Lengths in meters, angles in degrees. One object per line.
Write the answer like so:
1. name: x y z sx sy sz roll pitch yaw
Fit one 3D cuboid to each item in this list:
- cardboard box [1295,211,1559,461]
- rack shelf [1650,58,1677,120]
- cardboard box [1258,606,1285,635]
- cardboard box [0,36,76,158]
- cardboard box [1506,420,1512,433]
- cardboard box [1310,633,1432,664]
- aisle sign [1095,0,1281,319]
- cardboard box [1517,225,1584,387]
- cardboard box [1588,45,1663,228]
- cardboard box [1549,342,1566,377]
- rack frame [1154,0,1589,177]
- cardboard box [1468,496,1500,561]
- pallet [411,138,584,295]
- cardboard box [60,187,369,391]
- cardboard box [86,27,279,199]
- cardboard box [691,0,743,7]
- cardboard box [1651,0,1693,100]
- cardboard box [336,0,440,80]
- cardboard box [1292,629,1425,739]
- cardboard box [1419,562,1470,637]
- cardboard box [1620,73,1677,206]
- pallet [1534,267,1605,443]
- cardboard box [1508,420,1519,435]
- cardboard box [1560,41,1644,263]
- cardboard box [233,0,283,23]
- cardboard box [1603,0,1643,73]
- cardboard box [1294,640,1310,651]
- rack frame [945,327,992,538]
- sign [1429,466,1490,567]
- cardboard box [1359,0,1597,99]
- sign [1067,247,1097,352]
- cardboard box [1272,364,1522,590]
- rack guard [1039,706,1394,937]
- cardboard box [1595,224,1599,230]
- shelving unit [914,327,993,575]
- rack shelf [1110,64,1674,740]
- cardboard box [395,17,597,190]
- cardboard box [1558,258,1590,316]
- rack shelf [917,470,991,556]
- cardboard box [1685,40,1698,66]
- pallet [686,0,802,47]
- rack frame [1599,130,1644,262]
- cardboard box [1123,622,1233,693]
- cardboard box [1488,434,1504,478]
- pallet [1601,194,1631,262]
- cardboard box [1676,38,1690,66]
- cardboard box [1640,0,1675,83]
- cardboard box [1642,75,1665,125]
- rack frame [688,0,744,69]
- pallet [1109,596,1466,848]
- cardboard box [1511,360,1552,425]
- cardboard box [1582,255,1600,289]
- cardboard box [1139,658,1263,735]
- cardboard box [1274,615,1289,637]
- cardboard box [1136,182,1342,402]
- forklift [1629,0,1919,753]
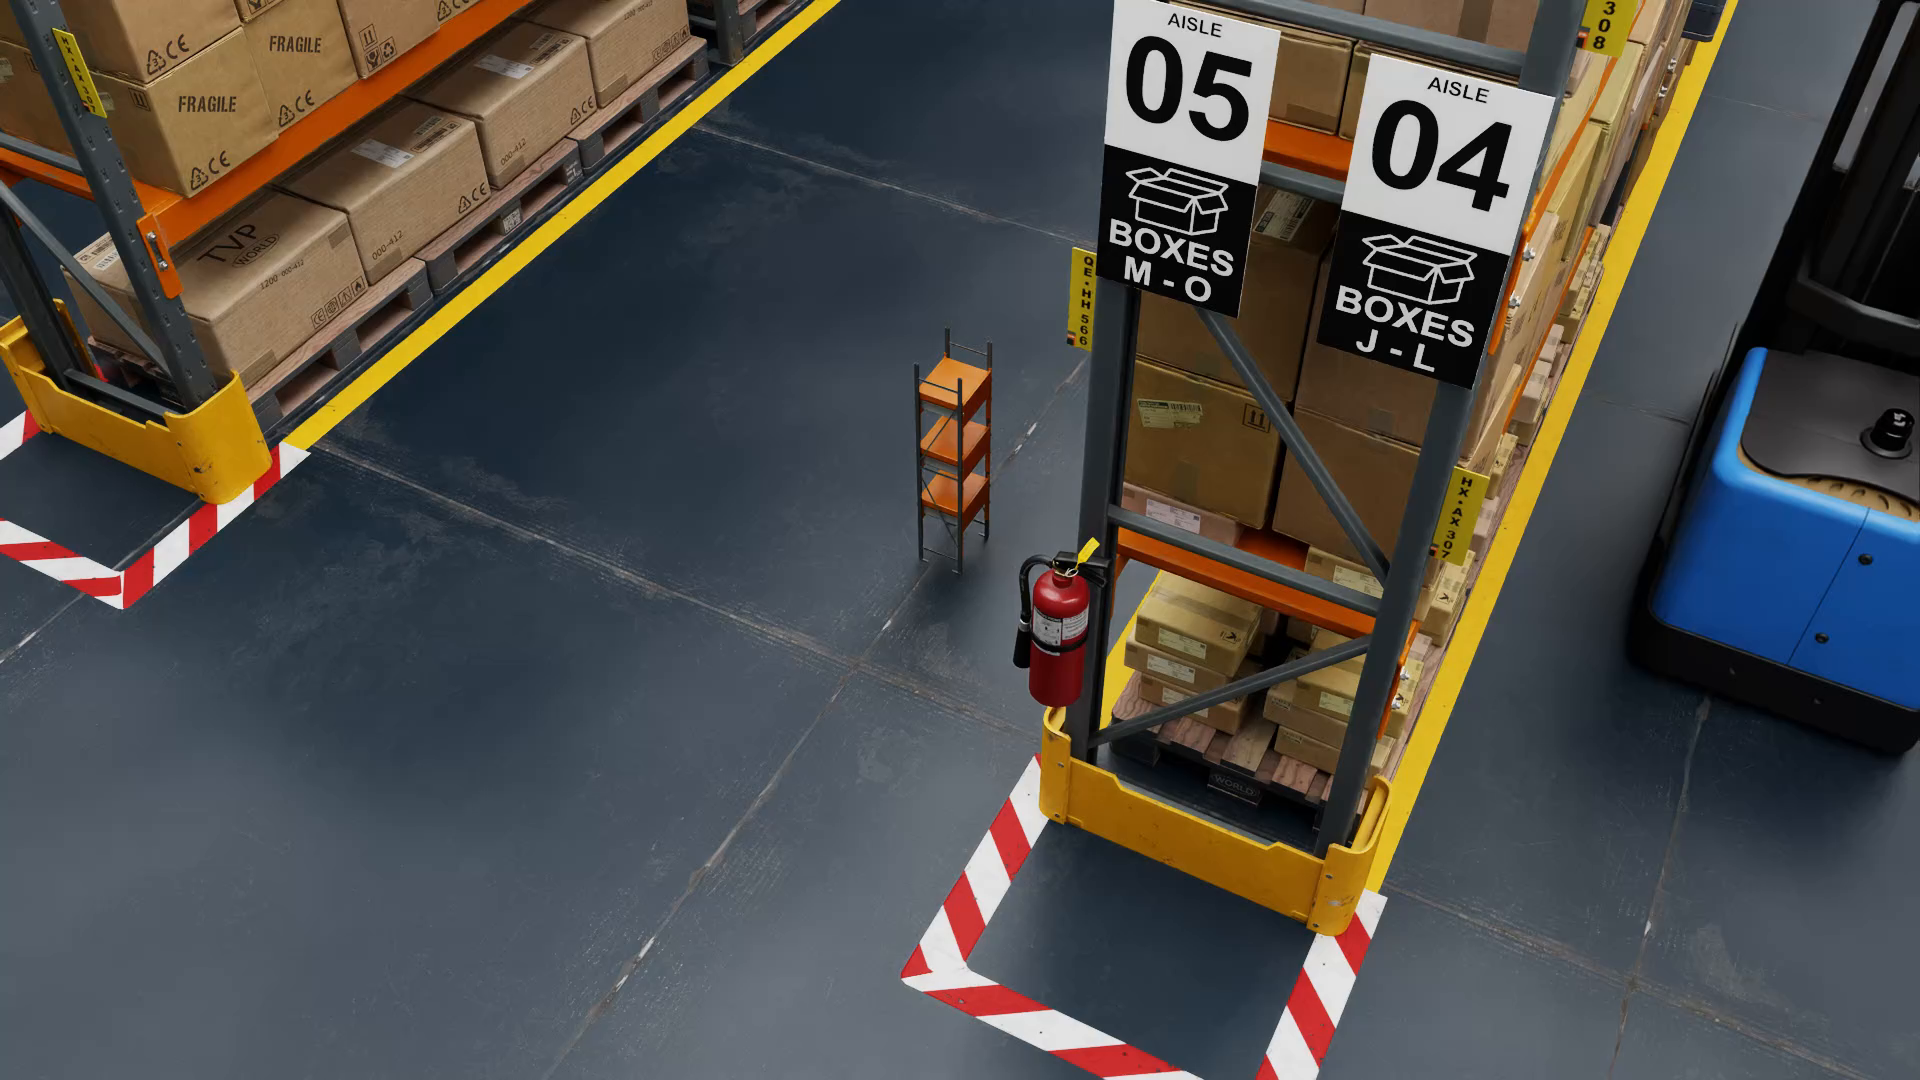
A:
1. cardboard box: 1.270 -0.621 4.552 0.500 0.500 0.500 20 49 19
2. rack shelf: 3.612 -3.461 8.848 1.077 0.370 4.000 20 49 19
3. cardboard box: 1.015 0.155 6.059 0.380 0.149 0.250 21 49 20
4. cardboard box: -3.615 -1.931 6.759 0.500 0.500 0.500 21 49 19
5. cardboard box: 2.149 -0.597 7.011 0.380 0.149 0.250 18 48 17
6. cardboard box: 1.474 0.416 6.009 0.380 0.149 0.250 20 49 19
7. aisle sign: 0.527 -0.901 3.984 0.394 0.787 0.004 20 49 19
8. cardboard box: 1.744 -0.916 5.546 0.500 0.500 0.500 21 49 20
9. cardboard box: 2.235 -1.556 6.180 0.500 0.500 0.500 20 49 19
10. cardboard box: 2.543 -0.916 7.536 0.380 0.149 0.250 19 48 18
11. rack frame: 0.827 -2.043 2.722 1.000 3.000 0.127 20 49 19
12. cardboard box: 1.954 -0.100 6.729 0.380 0.149 0.250 18 48 17
13. pallet: -2.735 -1.820 8.680 1.003 0.211 1.213 20 49 19
14. cardboard box: -3.387 -1.201 7.614 0.875 0.438 0.875 19 48 18
15. cardboard box: -3.128 -1.748 6.578 0.500 0.500 0.500 20 49 19
16. cardboard box: -1.531 -3.843 9.917 0.875 0.875 0.875 22 49 20
17. cardboard box: 2.709 -2.196 6.812 0.500 0.500 0.500 21 49 19
18. cardboard box: -2.665 -2.390 7.213 0.500 0.500 0.500 20 49 19
19. cardboard box: 1.371 0.493 5.724 0.380 0.149 0.250 18 48 17
20. cardboard box: 1.623 0.163 6.050 0.380 0.149 0.250 20 49 19
21. cardboard box: 3.261 -2.101 8.460 0.500 0.500 0.500 22 49 21
22. pallet: 2.403 -1.039 7.909 1.003 0.211 1.213 20 49 19
23. cardboard box: 2.142 -0.446 7.071 0.380 0.149 0.250 21 49 20
24. cardboard box: 1.760 -1.261 5.185 0.500 0.500 0.500 19 48 18
25. cardboard box: -2.896 -2.428 6.547 0.500 0.500 0.500 19 48 18
26. cardboard box: 1.510 -1.465 4.365 0.500 0.250 0.500 22 49 20
27. cardboard box: 1.402 0.504 6.132 0.380 0.149 0.250 20 49 19
28. rack frame: 0.032 -0.412 6.699 0.200 1.050 0.008 20 49 19
29. sign: 1.307 -0.060 4.371 0.100 0.325 0.005 20 49 19
30. cardboard box: 1.265 -1.309 3.859 0.500 0.250 0.500 21 49 20
31. sign: 0.344 -0.648 4.525 0.100 0.325 0.005 20 49 19
32. cardboard box: 1.280 -0.266 4.904 0.500 0.500 0.500 23 50 21
33. rack guard: 0.862 0.897 5.792 1.175 0.500 0.348 20 49 19
34. cardboard box: 2.749 -1.499 7.693 0.380 0.149 0.250 22 49 20
35. shelving unit: -0.025 -0.335 6.623 0.215 1.050 0.252 20 49 19
36. rack shelf: 1.755 -0.941 6.357 1.077 0.370 4.000 20 49 19
37. cardboard box: -2.549 -2.348 8.747 0.875 0.438 0.875 19 48 18
38. cardboard box: 2.556 -1.166 7.364 0.380 0.149 0.250 20 49 19
39. rack shelf: -0.025 -0.133 6.828 0.215 0.259 0.240 20 49 19
40. cardboard box: 3.991 -3.078 9.425 0.500 0.500 0.500 18 48 17
41. pallet: -1.456 -3.556 10.396 1.003 0.211 1.213 20 49 19
42. rack frame: 2.683 -2.454 7.346 1.000 3.000 0.127 20 49 19
43. cardboard box: 0.819 0.389 6.037 0.380 0.149 0.250 19 48 18
44. cardboard box: 1.521 -0.268 5.362 0.380 0.149 0.250 19 48 18
45. pallet: 3.044 -1.965 8.823 1.003 0.211 1.213 20 49 19
46. cardboard box: 3.505 -2.701 8.526 0.500 0.250 0.500 22 49 20
47. cardboard box: 2.219 -1.915 5.831 0.500 0.500 0.500 22 49 20
48. cardboard box: 2.735 -1.910 6.986 0.380 0.149 0.250 19 48 18
49. rack frame: -1.748 -4.025 8.899 1.000 3.000 0.127 20 49 19
50. pallet: 1.270 0.498 6.389 1.003 0.211 1.213 20 49 19
51. cardboard box: 2.208 -0.653 6.857 0.380 0.149 0.250 19 48 18
52. cardboard box: 2.704 -1.226 7.633 0.380 0.149 0.250 18 48 17
53. cardboard box: 0.886 0.520 6.116 0.380 0.149 0.250 21 49 20
54. cardboard box: 1.115 0.186 6.446 0.380 0.149 0.250 20 49 19
55. cardboard box: 0.819 -0.796 4.725 0.500 0.500 0.500 20 49 18
56. forklift: 3.764 -1.289 6.243 1.130 2.935 3.031 21 49 20
